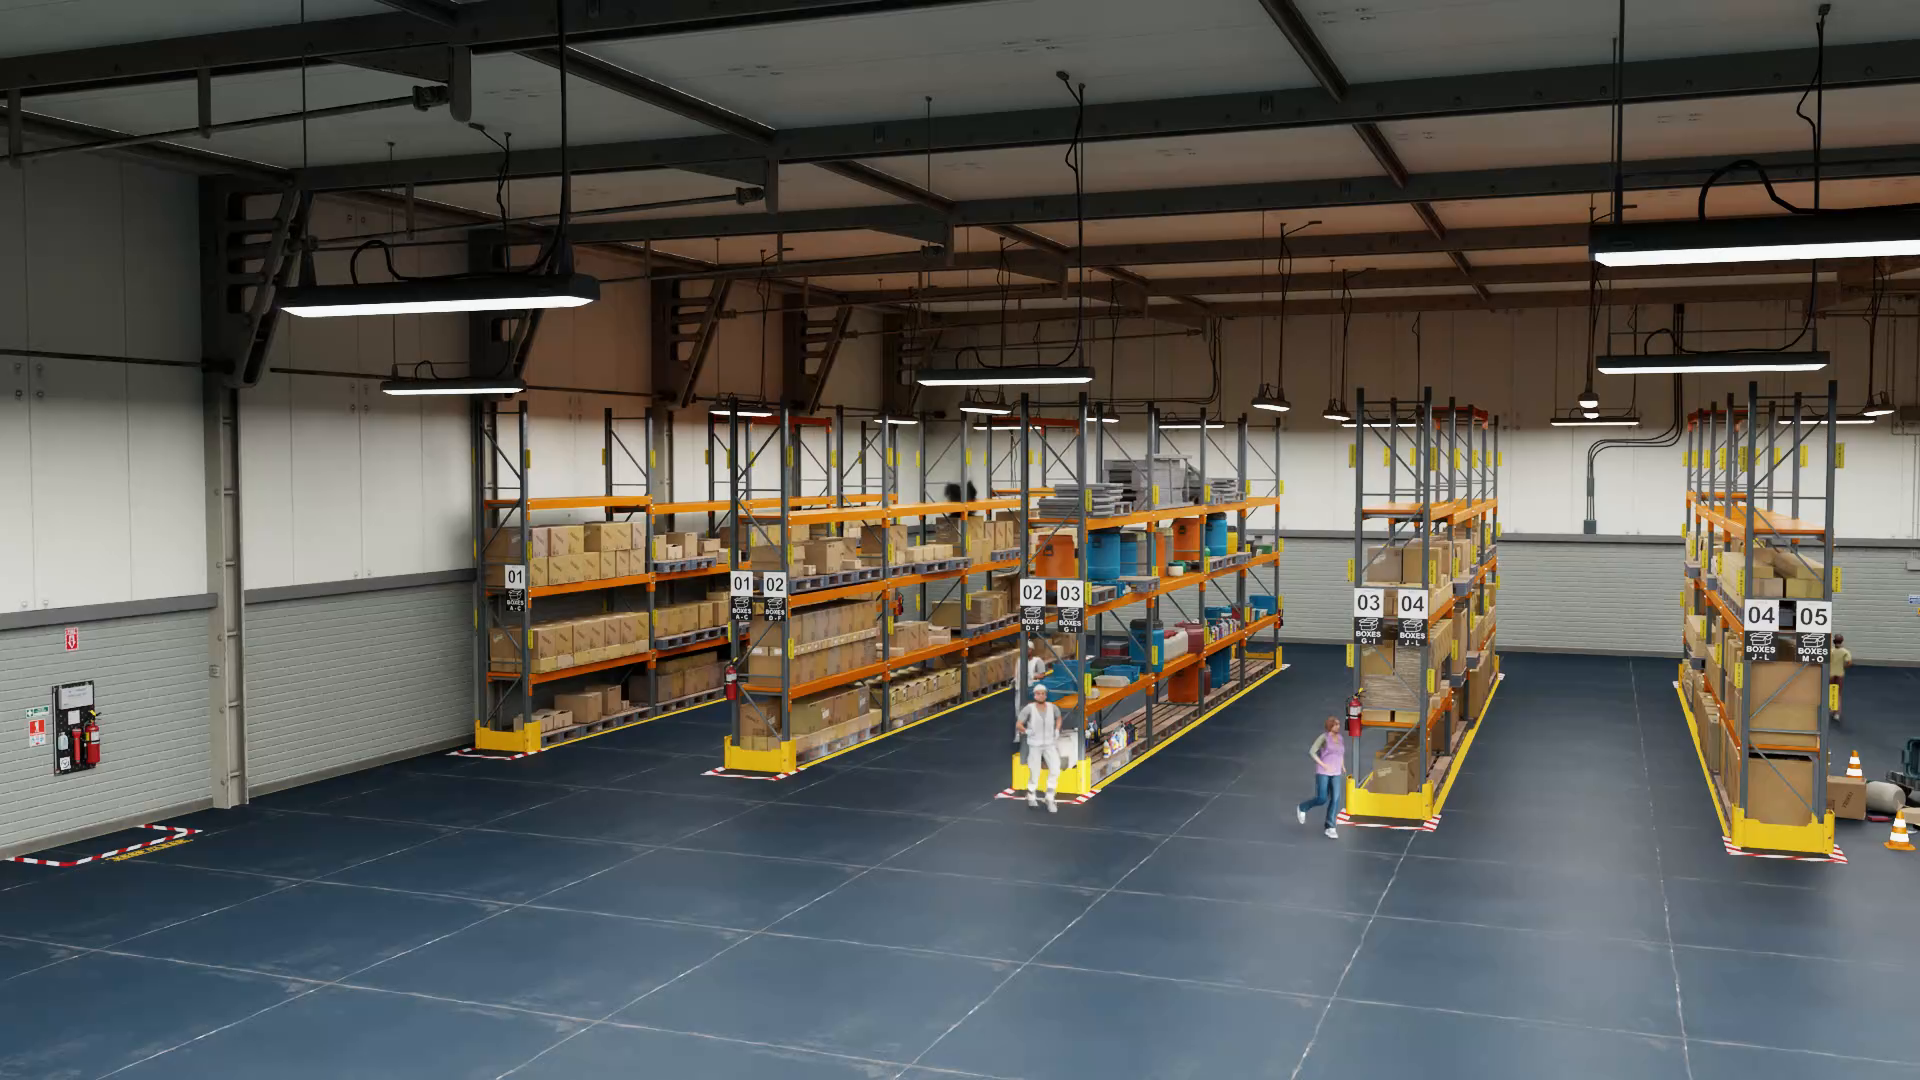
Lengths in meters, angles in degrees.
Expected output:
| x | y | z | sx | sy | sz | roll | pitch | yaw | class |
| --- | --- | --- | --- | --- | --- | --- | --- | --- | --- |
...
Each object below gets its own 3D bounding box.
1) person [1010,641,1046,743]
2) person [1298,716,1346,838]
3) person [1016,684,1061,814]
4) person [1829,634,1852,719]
| x | y | z | sx | sy | sz | roll | pitch | yaw | class |
| --- | --- | --- | --- | --- | --- | --- | --- | --- | --- |
| 1.201 | 2.666 | 29.409 | 0.693 | 1.763 | 0.989 | 1 | 3 | 25 | person |
| 4.947 | 3.138 | 22.273 | 0.605 | 1.551 | 0.794 | -1 | 3 | -26 | person |
| 1.159 | 2.956 | 23.654 | 0.719 | 1.813 | 0.622 | -1 | 3 | -15 | person |
| 16.870 | 2.617 | 32.081 | 0.587 | 1.627 | 0.599 | 1 | 3 | 18 | person |
